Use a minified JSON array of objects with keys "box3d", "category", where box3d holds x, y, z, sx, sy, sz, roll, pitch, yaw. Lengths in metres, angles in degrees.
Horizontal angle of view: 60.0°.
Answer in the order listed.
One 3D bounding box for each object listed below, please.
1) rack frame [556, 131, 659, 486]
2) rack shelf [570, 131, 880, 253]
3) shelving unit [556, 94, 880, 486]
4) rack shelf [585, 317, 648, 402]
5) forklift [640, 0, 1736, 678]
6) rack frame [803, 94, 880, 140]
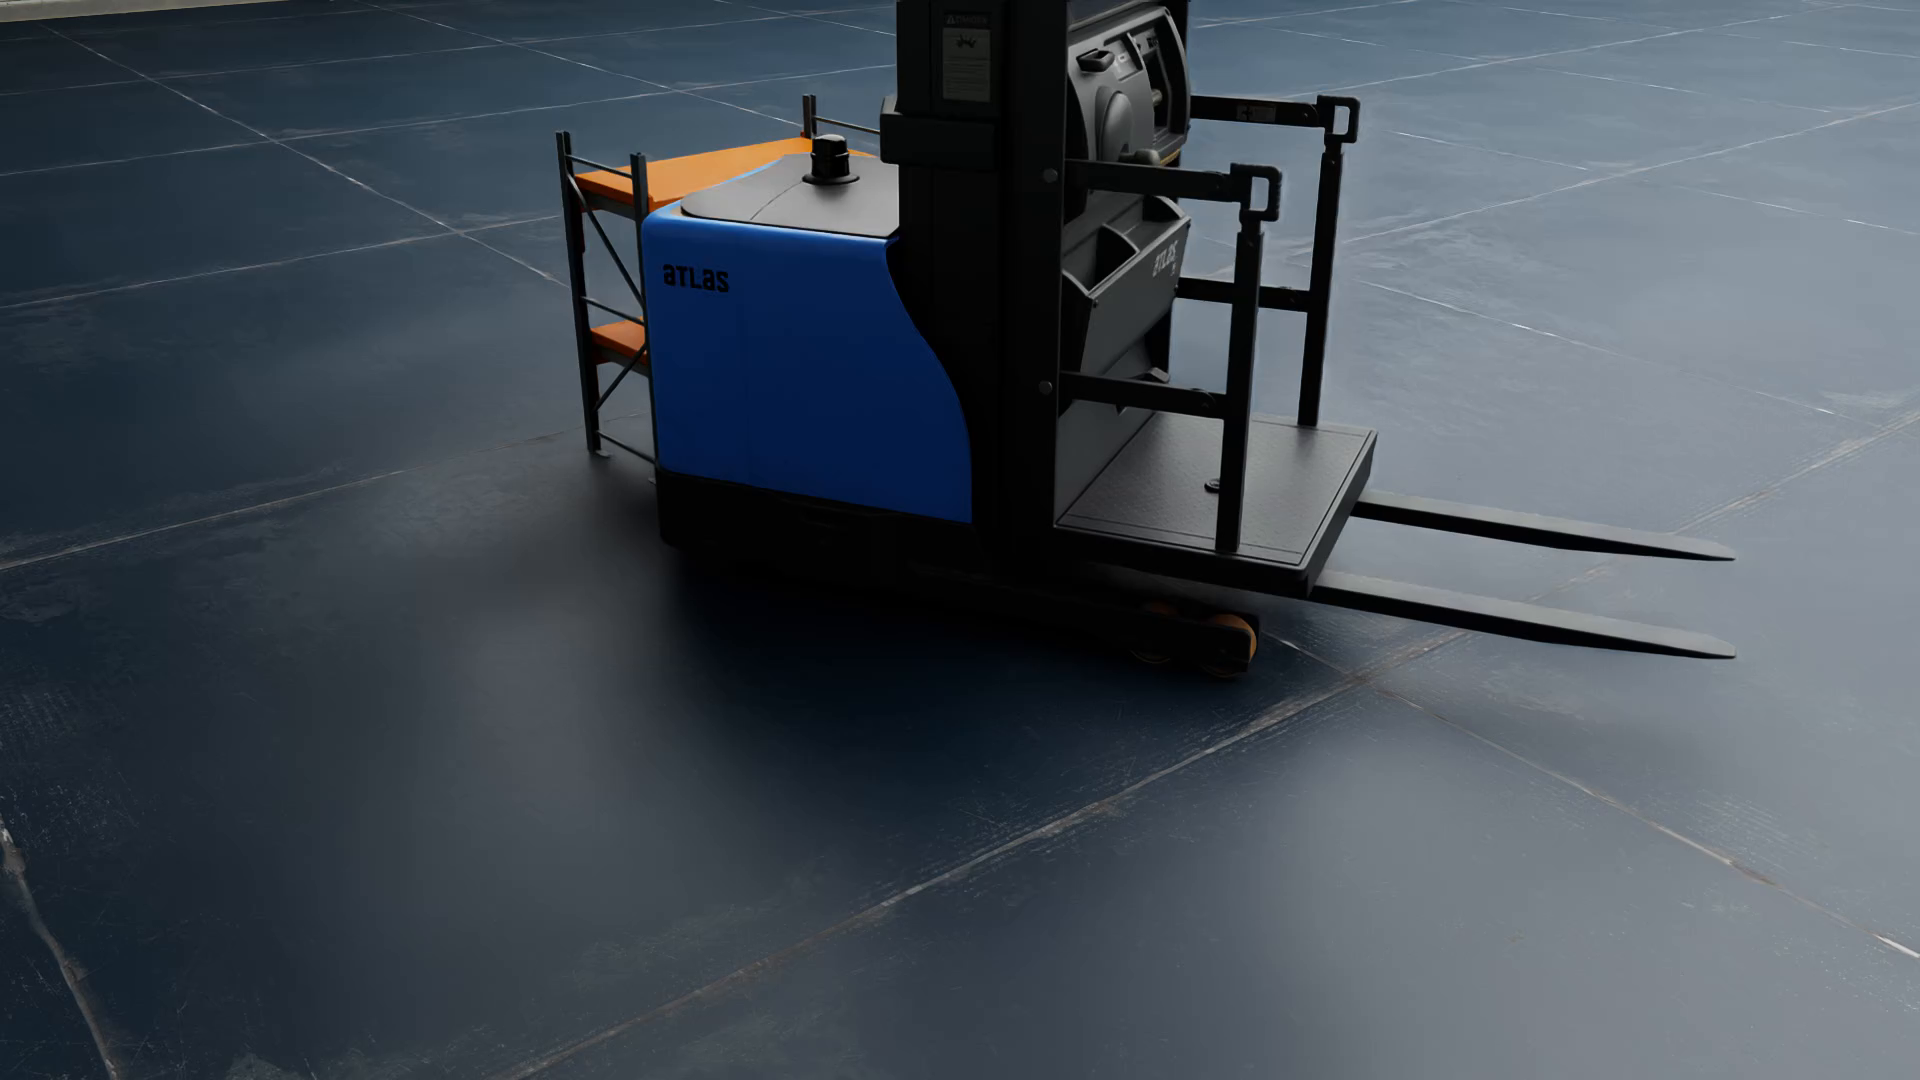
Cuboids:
[{"box3d":[-1.153,-0.760,5.551,0.032,1.125,0.500,-21,32,-37],"category":"rack frame"},{"box3d":[-0.776,-1.169,5.737,1.000,0.278,0.538,-21,32,-37],"category":"rack shelf"},{"box3d":[-0.776,-0.903,5.860,1.048,1.125,0.538,-21,32,-37],"category":"shelving unit"},{"box3d":[-0.776,-0.681,5.963,1.000,0.278,0.538,-21,32,-37],"category":"rack shelf"},{"box3d":[0.645,-1.215,4.387,3.031,2.935,1.130,10,27,21],"category":"forklift"},{"box3d":[-0.398,-1.047,6.169,0.032,1.125,0.500,-21,32,-37],"category":"rack frame"}]
